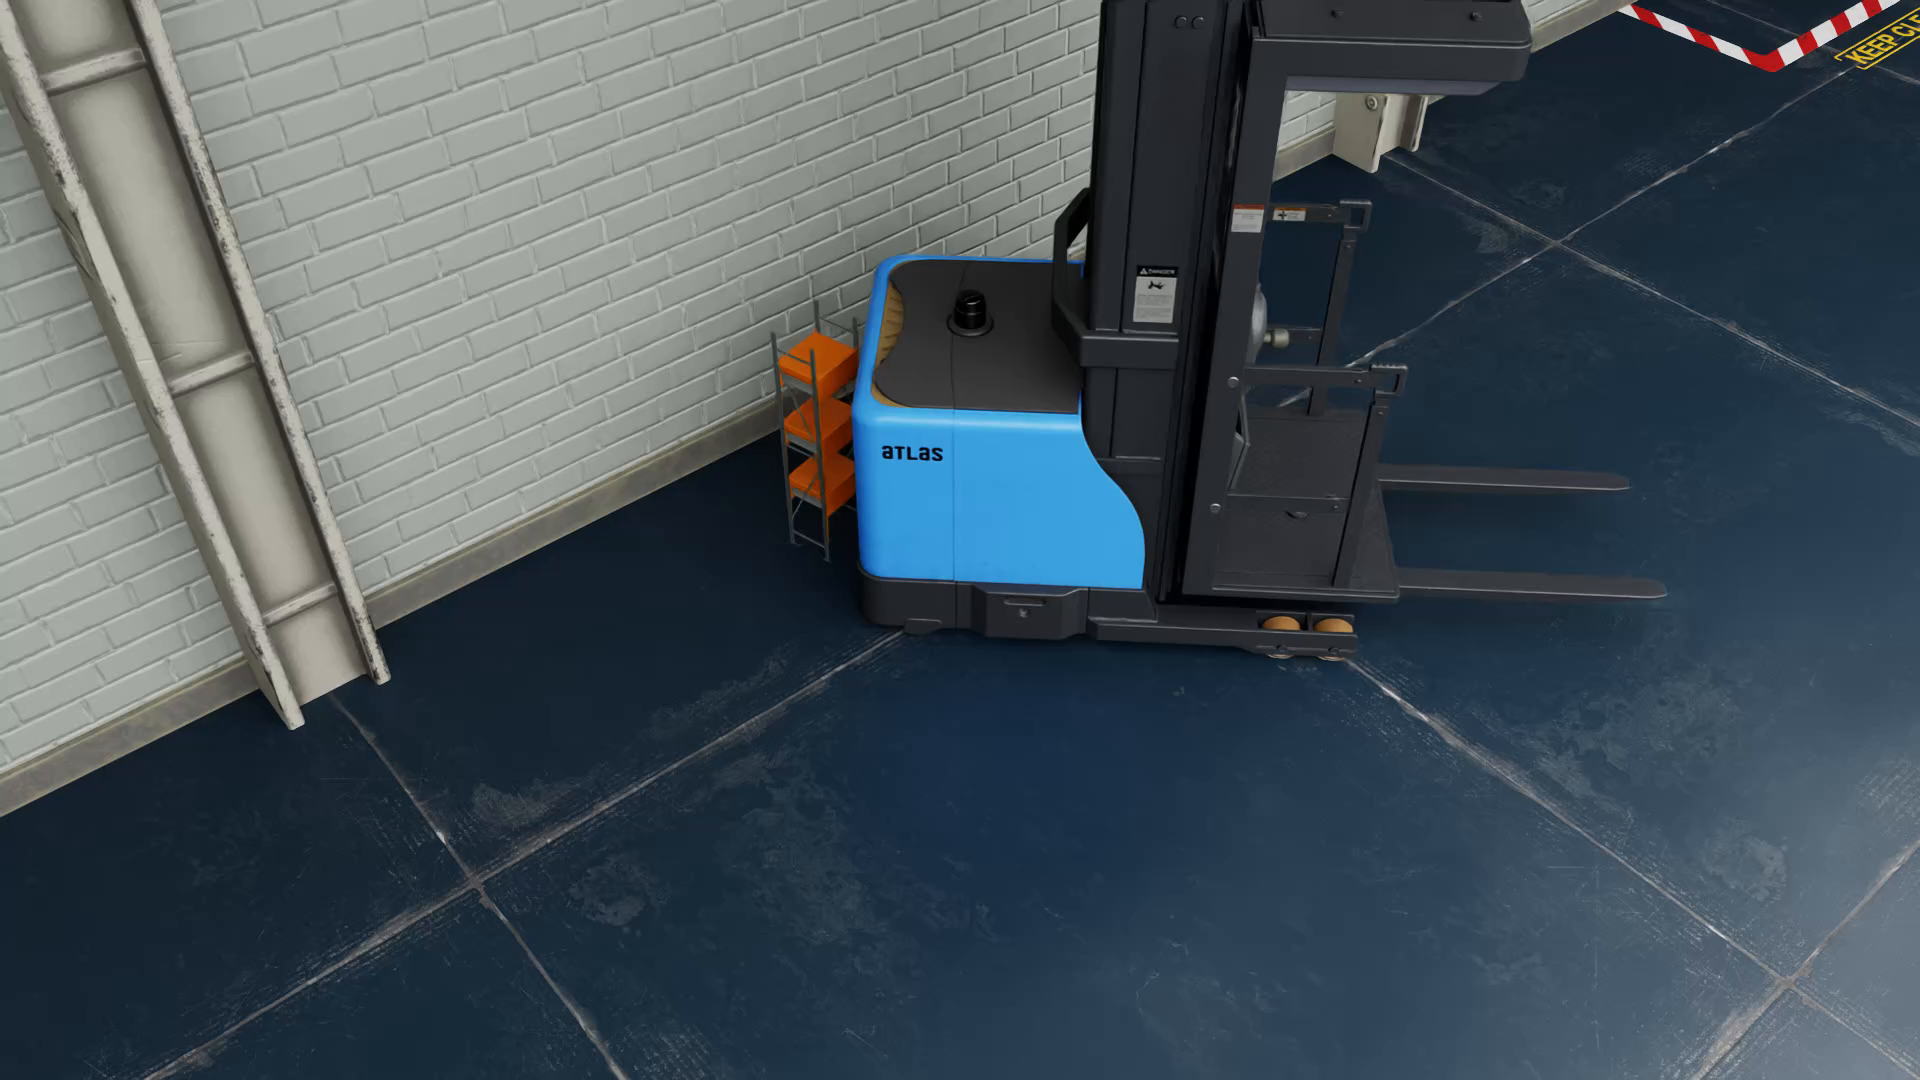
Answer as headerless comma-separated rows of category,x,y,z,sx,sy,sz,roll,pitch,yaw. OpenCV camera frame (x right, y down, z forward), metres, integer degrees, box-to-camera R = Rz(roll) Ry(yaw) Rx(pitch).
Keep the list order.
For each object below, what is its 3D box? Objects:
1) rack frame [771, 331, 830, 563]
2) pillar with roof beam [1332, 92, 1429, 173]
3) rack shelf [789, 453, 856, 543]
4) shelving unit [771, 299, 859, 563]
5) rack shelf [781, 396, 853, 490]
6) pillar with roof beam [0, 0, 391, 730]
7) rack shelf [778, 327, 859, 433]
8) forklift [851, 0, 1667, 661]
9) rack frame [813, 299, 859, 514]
rack frame,-0.603,-0.333,6.337,0.200,1.050,0.008,26,49,25
pillar with roof beam,4.996,-3.133,3.512,0.400,9.000,9.100,-30,51,-28
rack shelf,-0.531,-0.190,6.607,0.215,0.259,0.240,26,49,25
shelving unit,-0.531,-0.401,6.410,0.215,1.050,0.252,26,49,25
rack shelf,-0.531,-0.393,6.417,0.215,0.259,0.240,26,49,25
pillar with roof beam,0.394,-0.497,0.706,0.400,9.000,9.100,-30,51,-28
rack shelf,-0.531,-0.600,6.223,0.215,0.259,0.240,26,49,25
forklift,1.150,-0.991,5.665,3.031,2.935,1.130,2,43,3
rack frame,-0.460,-0.468,6.482,0.200,1.050,0.008,26,49,25
